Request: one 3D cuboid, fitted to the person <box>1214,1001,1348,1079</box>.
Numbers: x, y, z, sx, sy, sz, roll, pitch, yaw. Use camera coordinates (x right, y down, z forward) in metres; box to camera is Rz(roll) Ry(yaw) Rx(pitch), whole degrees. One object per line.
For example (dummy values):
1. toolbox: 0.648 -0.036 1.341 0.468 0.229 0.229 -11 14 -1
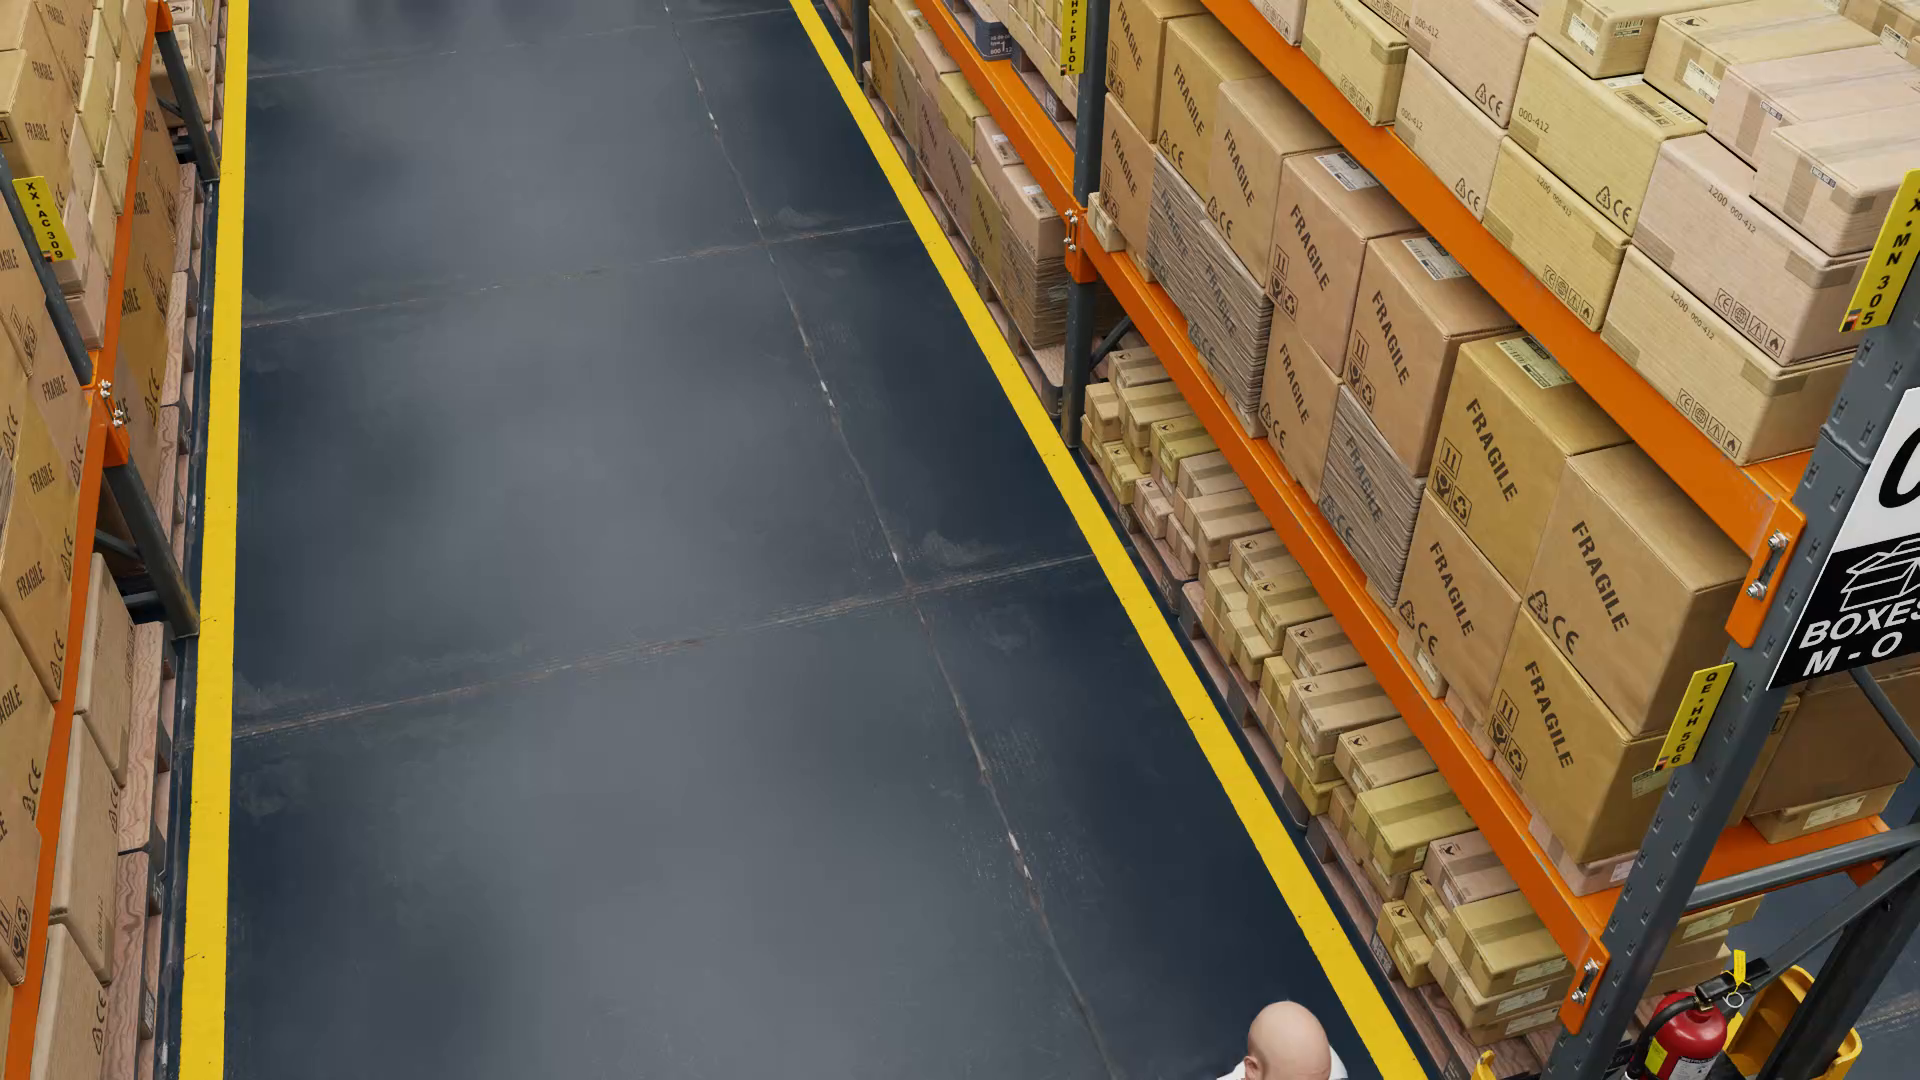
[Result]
1. person: 0.709 1.769 4.186 0.643 1.724 1.130 -15 44 -17
